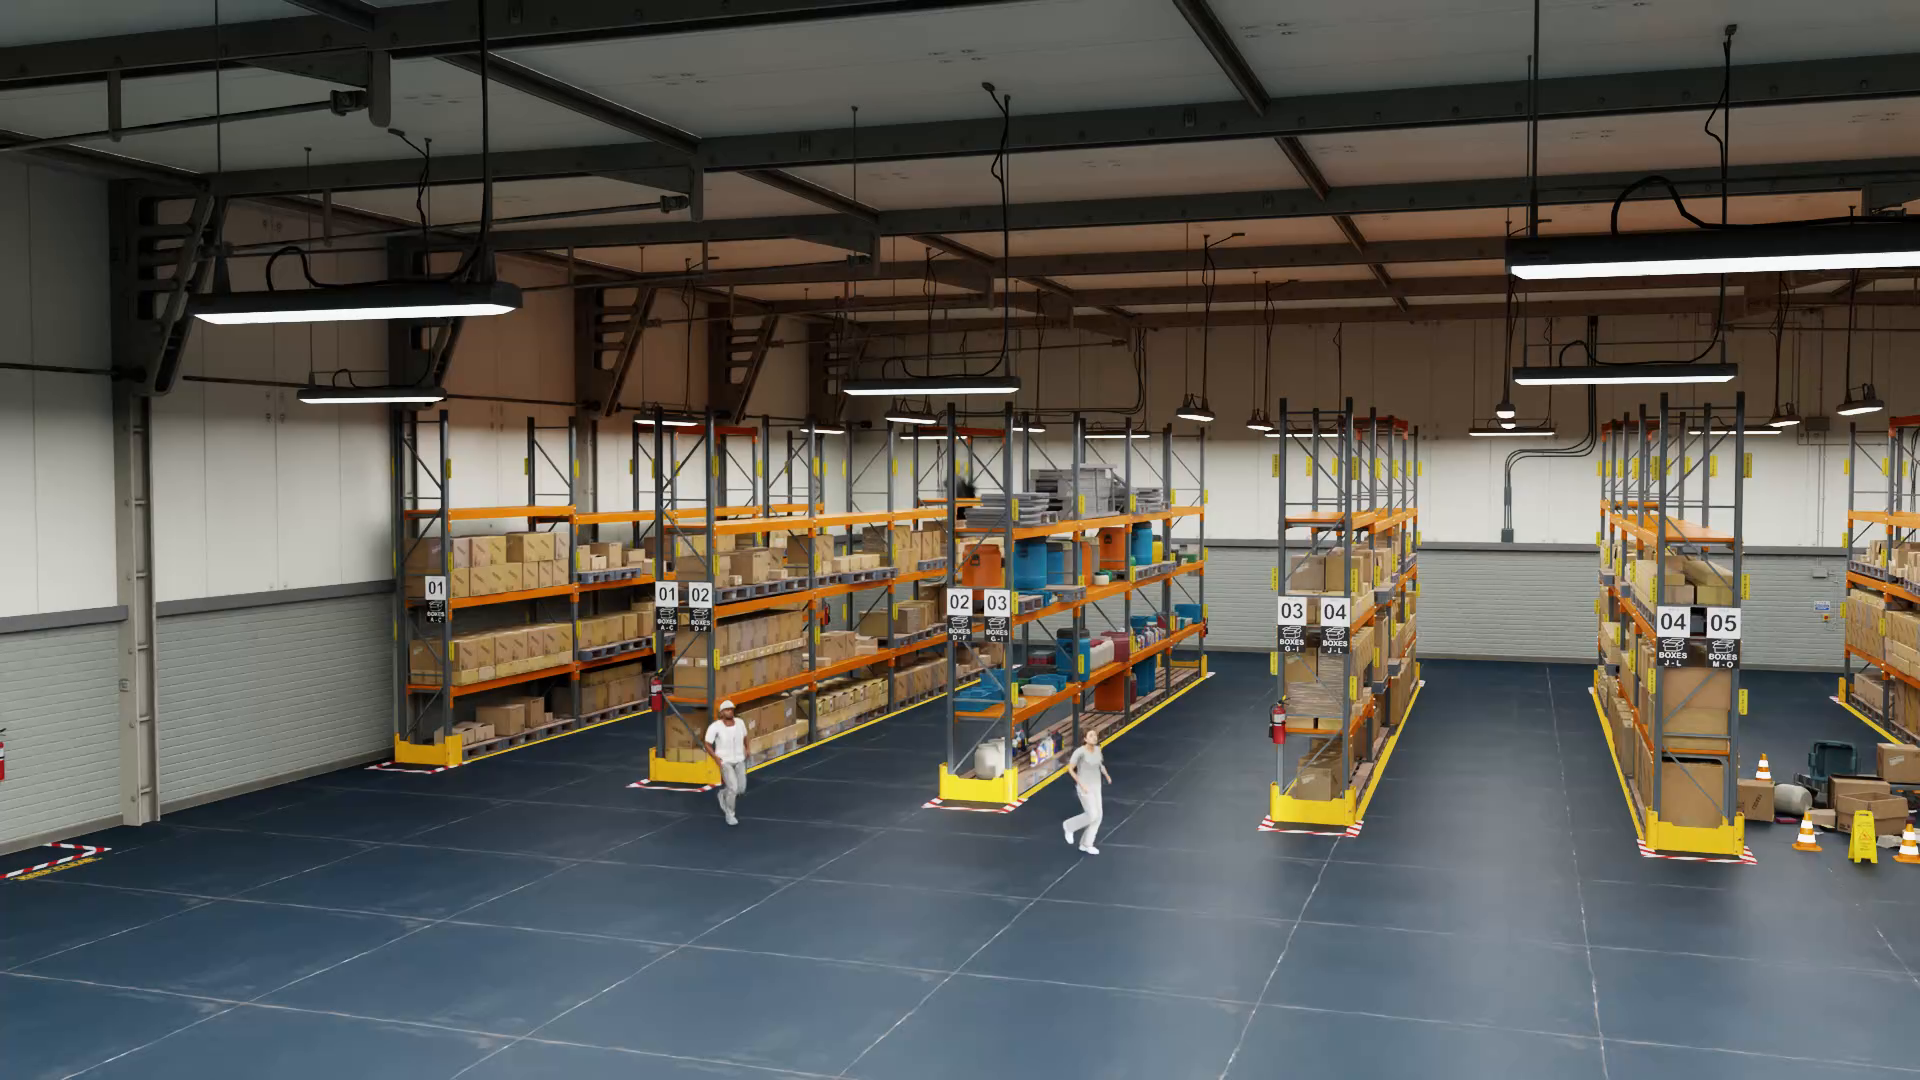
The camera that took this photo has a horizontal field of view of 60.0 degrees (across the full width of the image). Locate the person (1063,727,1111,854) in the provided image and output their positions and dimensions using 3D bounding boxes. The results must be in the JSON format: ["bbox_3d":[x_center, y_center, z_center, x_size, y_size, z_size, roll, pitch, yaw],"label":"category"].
[{"bbox_3d":[1.677,3.259,21.759,0.560,1.639,0.605,-2,3,-40],"label":"person"}]

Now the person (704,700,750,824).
[{"bbox_3d":[-3.290,3.132,23.585,0.693,1.735,0.582,-2,3,-37],"label":"person"}]
